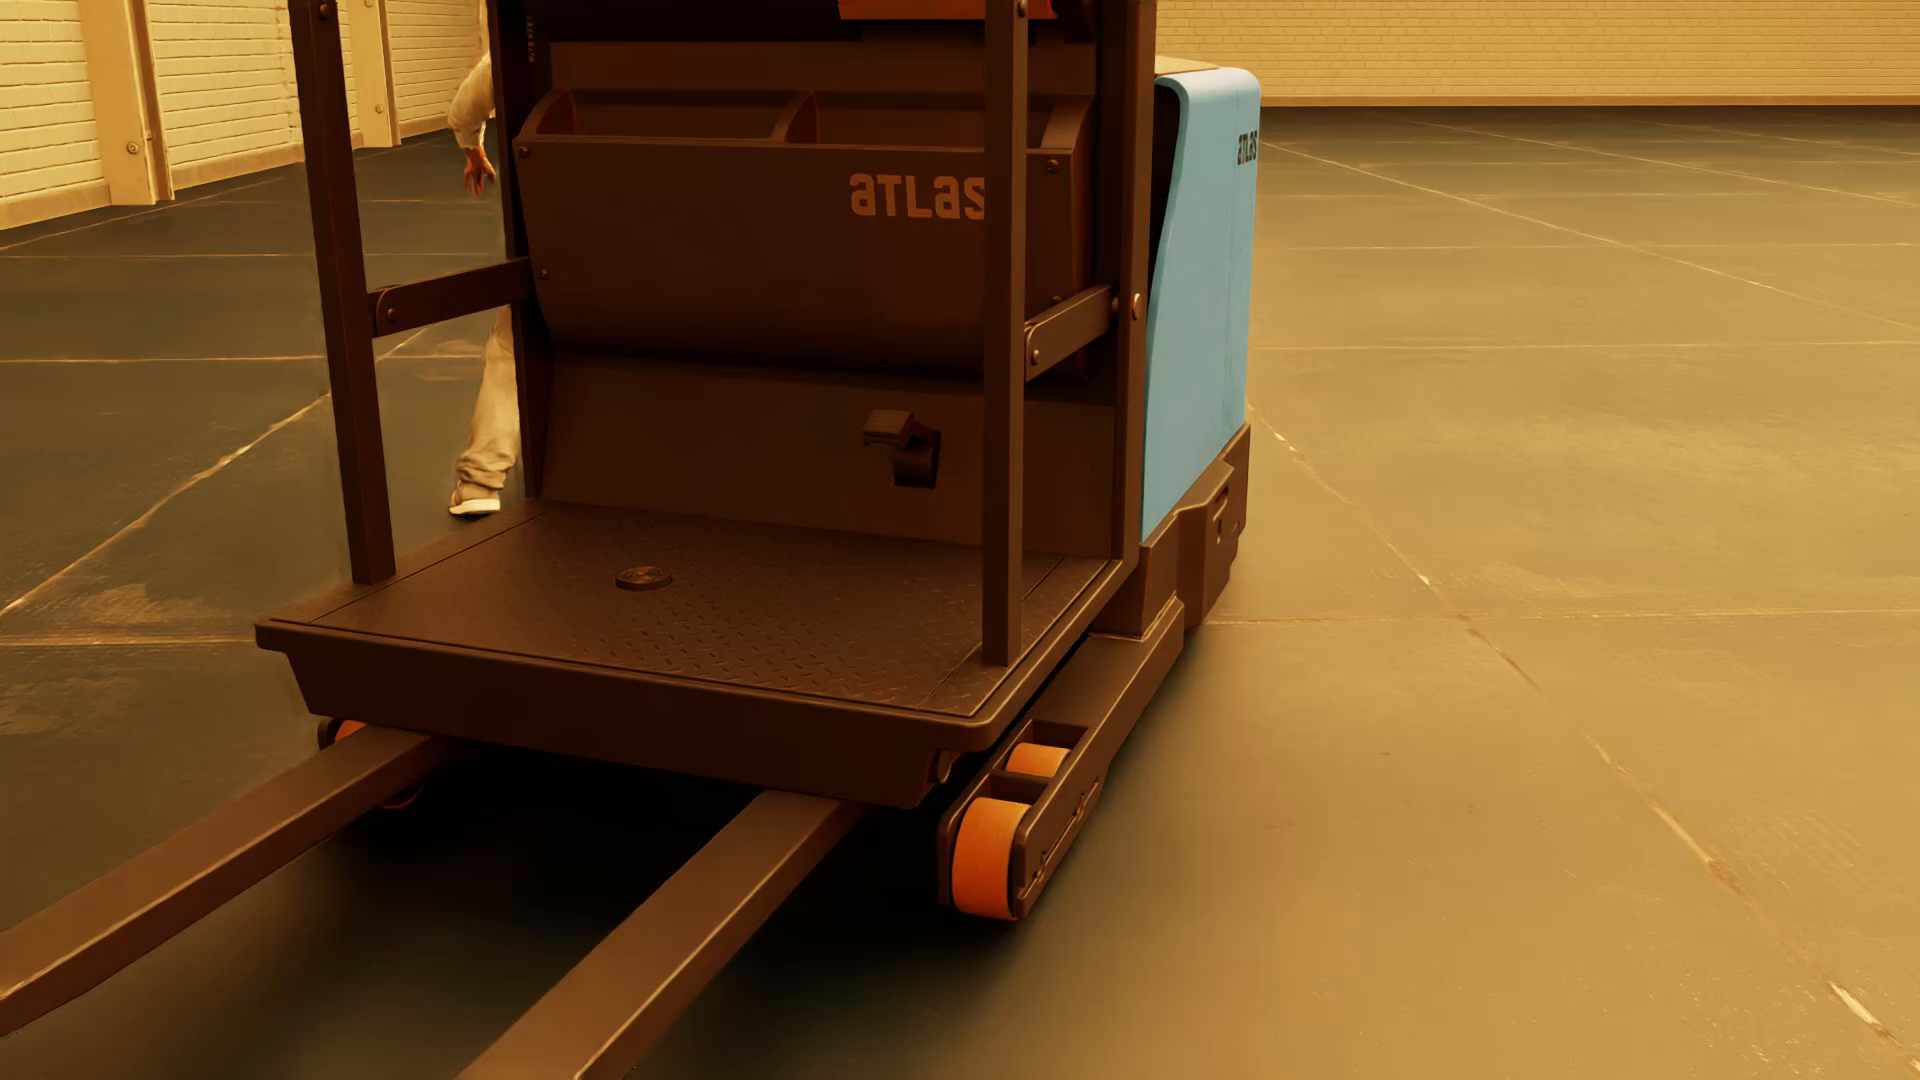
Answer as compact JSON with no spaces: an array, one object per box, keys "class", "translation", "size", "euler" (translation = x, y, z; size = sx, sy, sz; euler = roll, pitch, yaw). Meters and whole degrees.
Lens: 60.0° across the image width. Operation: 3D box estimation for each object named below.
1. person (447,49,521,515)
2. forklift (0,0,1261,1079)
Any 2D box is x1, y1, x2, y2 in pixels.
[{"class":"person","translation":[-0.917,-0.803,4.157],"size":[0.855,1.462,0.738],"euler":[3,17,9]},{"class":"forklift","translation":[-0.324,-1.022,2.249],"size":[1.130,2.935,3.031],"euler":[6,18,19]}]
